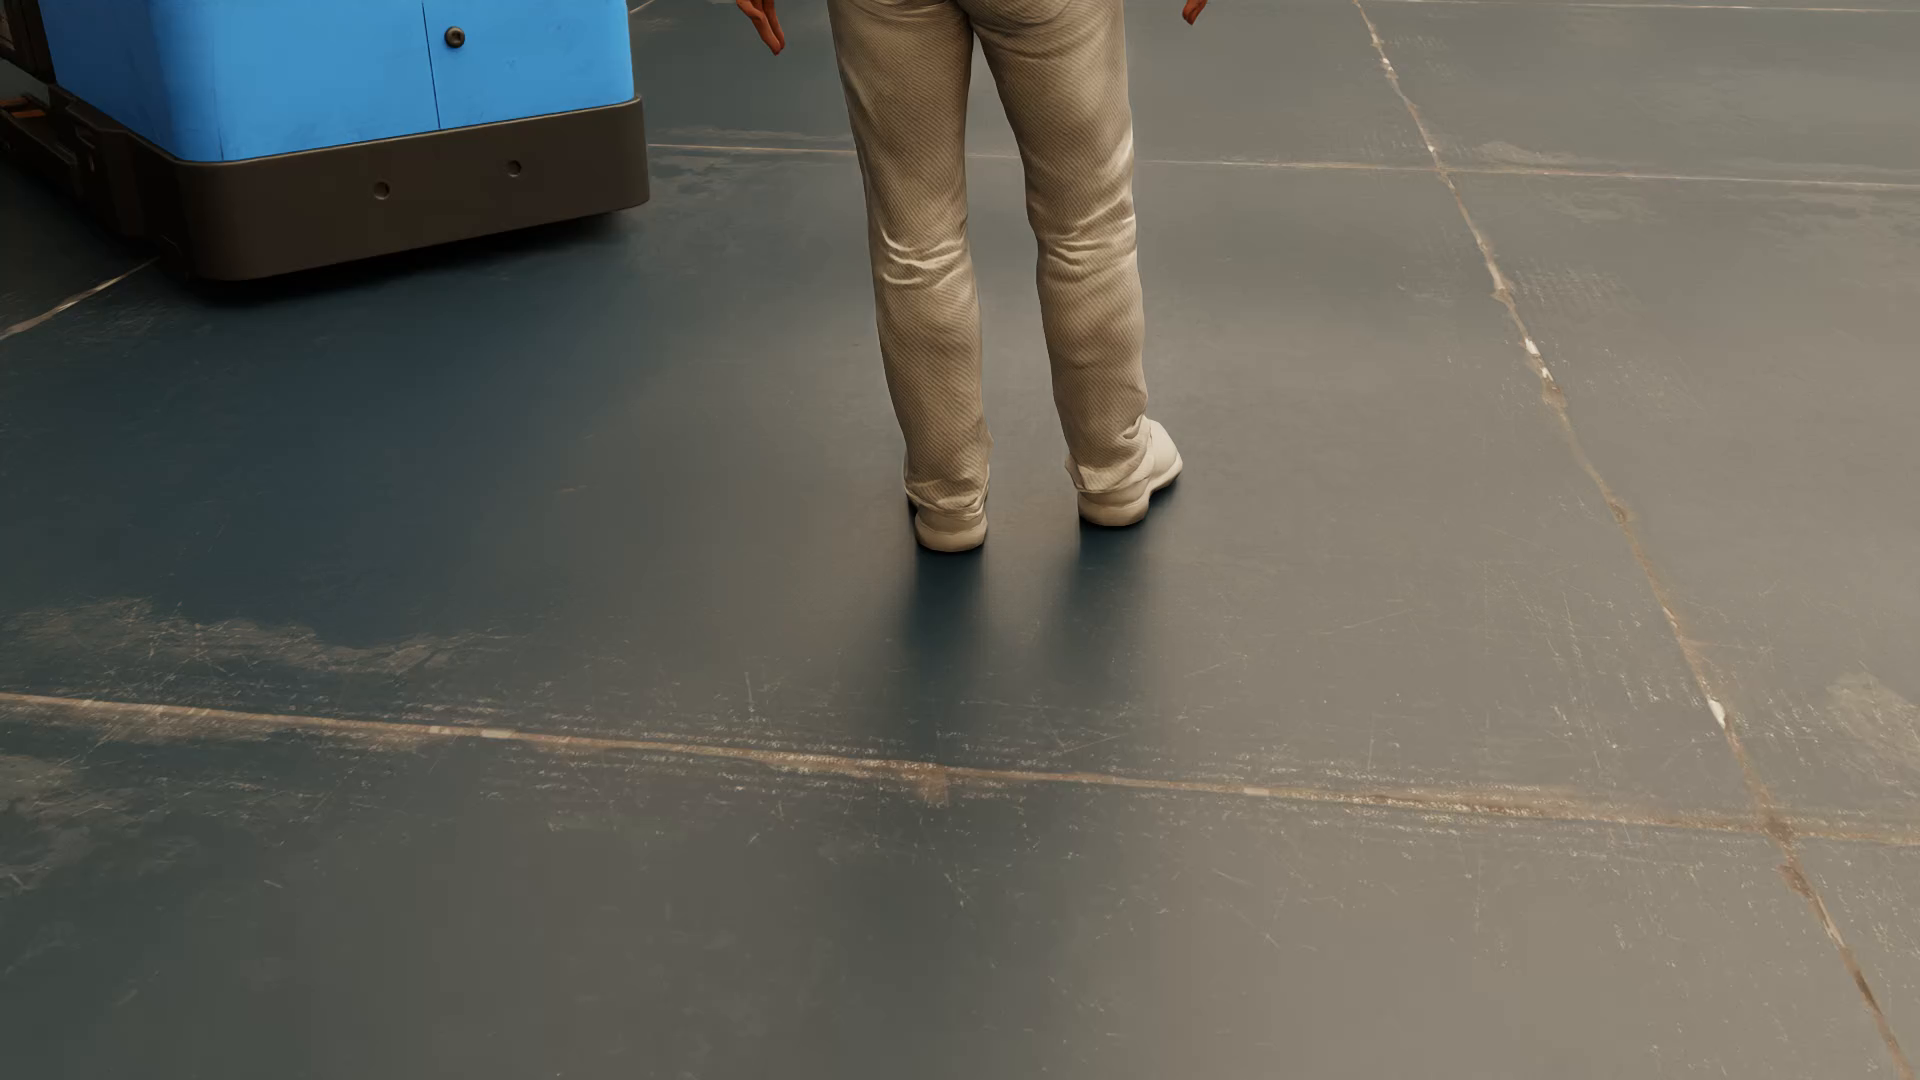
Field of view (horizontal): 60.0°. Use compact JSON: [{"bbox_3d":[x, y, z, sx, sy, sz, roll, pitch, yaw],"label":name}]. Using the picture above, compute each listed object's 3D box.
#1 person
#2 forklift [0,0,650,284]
[{"bbox_3d":[0.016,-0.827,2.163,0.664,1.765,0.577,3,27,7],"label":"person"},{"bbox_3d":[-2.058,-2.429,4.086,1.130,2.935,3.031,-20,33,-34],"label":"forklift"}]
